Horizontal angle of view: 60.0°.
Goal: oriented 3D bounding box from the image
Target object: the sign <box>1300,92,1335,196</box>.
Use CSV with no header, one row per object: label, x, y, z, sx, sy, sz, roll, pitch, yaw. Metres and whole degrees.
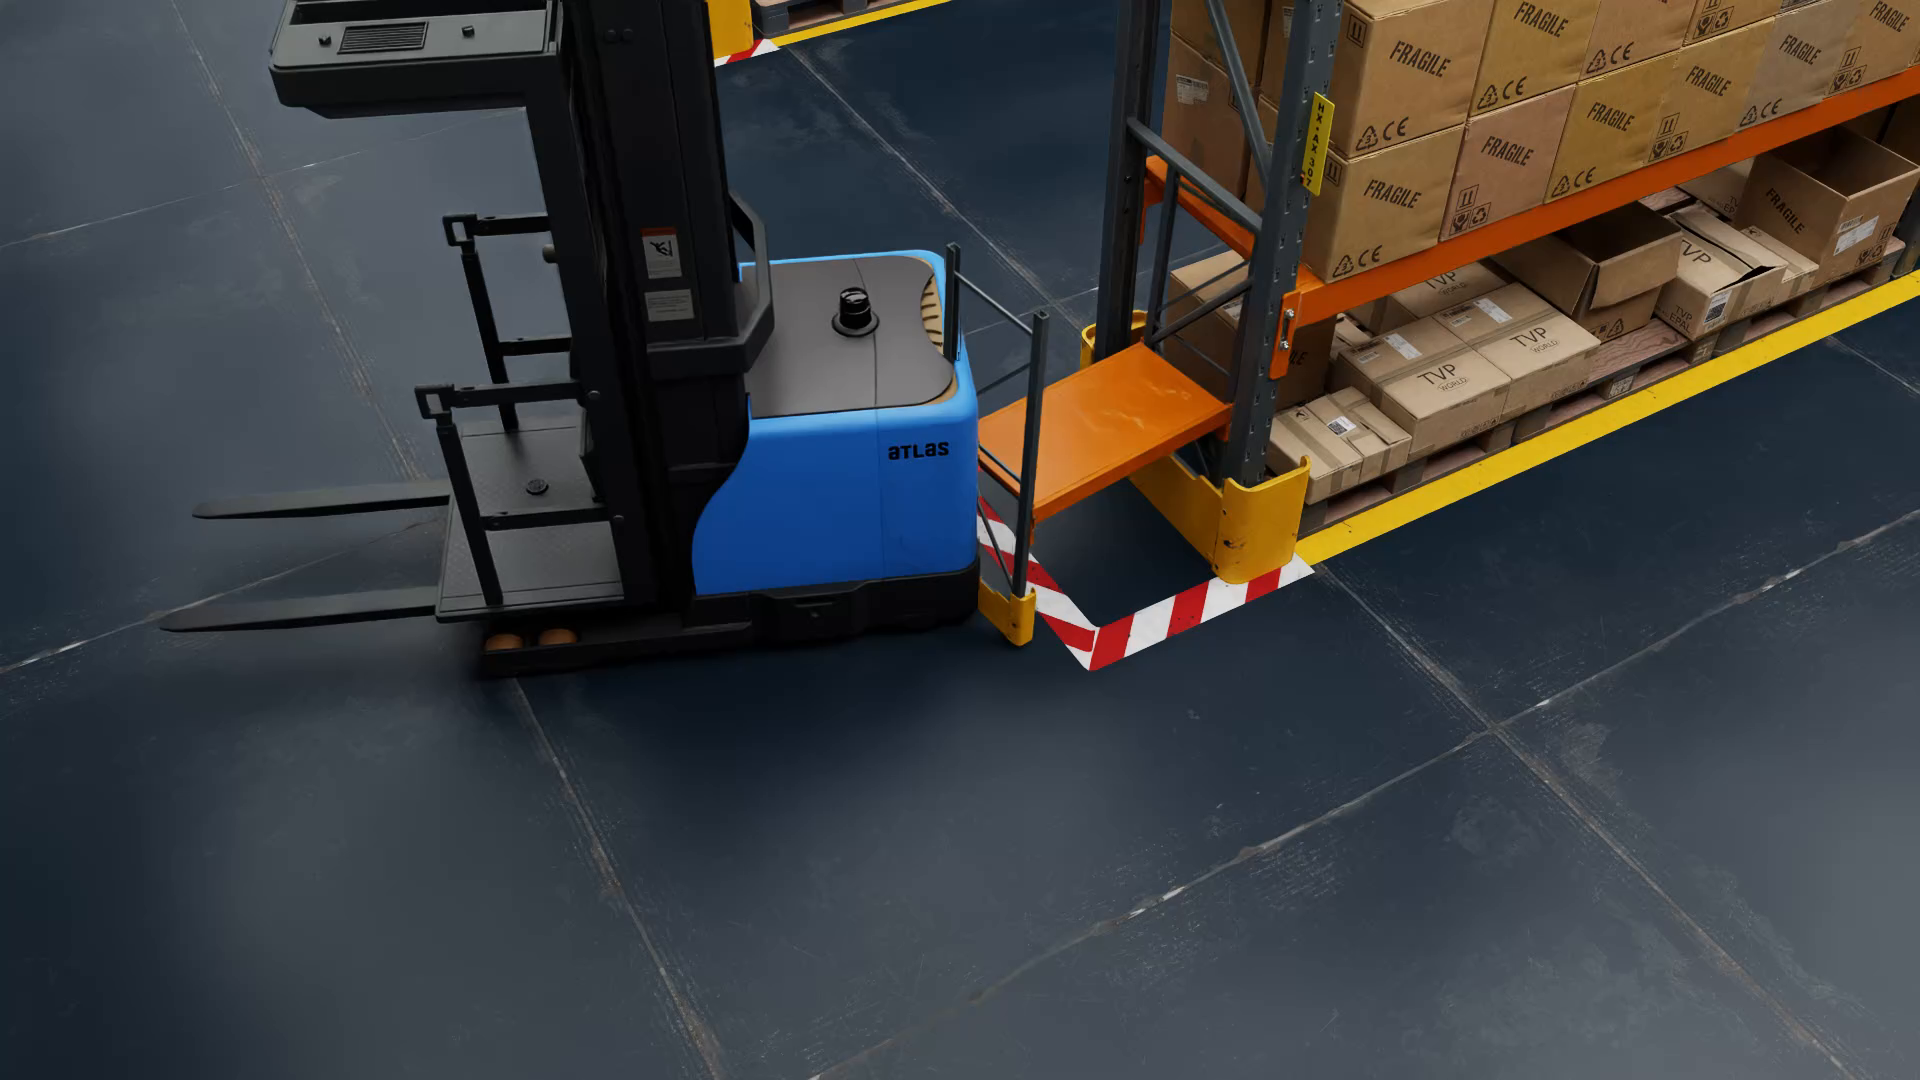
sign,1.127,-1.252,5.265,0.005,0.325,0.100,-22,48,-21

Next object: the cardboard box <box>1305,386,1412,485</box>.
cardboard box,1.608,-0.435,6.763,0.250,0.166,0.380,-22,48,-21

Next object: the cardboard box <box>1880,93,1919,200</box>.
cardboard box,4.866,-1.938,8.073,0.500,0.500,0.500,-24,49,-23

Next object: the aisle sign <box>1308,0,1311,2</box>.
aisle sign,0.944,-2.001,4.791,0.004,0.787,0.394,-22,48,-21

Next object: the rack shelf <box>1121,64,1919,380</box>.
rack shelf,2.591,-1.705,6.869,4.000,0.370,1.077,-22,48,-21

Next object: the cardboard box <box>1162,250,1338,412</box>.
cardboard box,1.206,-0.867,6.969,0.500,0.500,0.500,-22,48,-21

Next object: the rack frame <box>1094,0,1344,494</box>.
rack frame,0.857,-1.269,5.904,0.127,3.000,1.000,-22,48,-21

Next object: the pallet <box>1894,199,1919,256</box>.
pallet,5.012,-1.961,8.619,1.213,0.211,1.003,-22,48,-21

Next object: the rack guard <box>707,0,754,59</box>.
rack guard,-1.622,-3.348,9.841,0.348,0.500,1.175,-22,48,-21

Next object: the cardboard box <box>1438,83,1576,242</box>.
cardboard box,1.818,-1.482,6.051,0.500,0.500,0.500,-22,48,-21

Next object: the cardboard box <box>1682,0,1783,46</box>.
cardboard box,2.699,-2.192,6.065,0.500,0.500,0.500,-22,48,-21

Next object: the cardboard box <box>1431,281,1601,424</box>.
cardboard box,2.337,-0.805,7.084,0.500,0.250,0.500,-22,48,-21

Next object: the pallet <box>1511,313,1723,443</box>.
pallet,2.670,-0.992,7.621,1.213,0.211,1.003,-22,48,-21

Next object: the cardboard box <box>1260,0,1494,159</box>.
cardboard box,1.373,-1.659,5.515,0.500,0.500,0.500,-20,48,-20

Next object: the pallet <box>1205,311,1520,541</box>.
pallet,1.614,-0.572,7.188,1.213,0.211,1.003,-22,48,-21

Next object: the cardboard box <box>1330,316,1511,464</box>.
cardboard box,1.903,-0.631,6.905,0.500,0.250,0.500,-22,48,-21

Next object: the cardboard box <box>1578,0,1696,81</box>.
cardboard box,2.259,-2.015,5.883,0.500,0.500,0.500,-21,48,-20

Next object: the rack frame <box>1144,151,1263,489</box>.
rack frame,0.896,-0.729,6.398,0.032,1.500,0.500,-28,52,-27

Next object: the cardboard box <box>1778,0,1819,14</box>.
cardboard box,3.136,-2.366,6.244,0.500,0.500,0.500,-21,48,-21

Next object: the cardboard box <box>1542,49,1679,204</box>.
cardboard box,2.254,-1.654,6.229,0.500,0.500,0.500,-22,48,-21

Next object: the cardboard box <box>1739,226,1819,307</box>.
cardboard box,3.677,-1.256,7.622,0.250,0.149,0.380,-22,48,-21

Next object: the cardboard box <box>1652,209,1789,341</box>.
cardboard box,3.322,-1.221,7.469,0.500,0.311,0.500,-22,48,-21

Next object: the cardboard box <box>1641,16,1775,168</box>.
cardboard box,2.689,-1.827,6.407,0.500,0.500,0.500,-21,48,-20

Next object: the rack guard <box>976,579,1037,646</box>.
rack guard,0.075,0.135,6.370,0.087,0.250,0.587,-28,52,-27

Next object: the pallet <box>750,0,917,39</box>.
pallet,-0.873,-3.524,10.229,1.213,0.211,1.003,-22,48,-21

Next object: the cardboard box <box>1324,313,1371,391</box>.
cardboard box,1.602,-0.834,7.174,0.250,0.166,0.380,-22,48,-21

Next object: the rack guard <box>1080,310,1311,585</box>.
rack guard,0.923,-0.398,6.802,0.348,0.500,1.175,-22,48,-21

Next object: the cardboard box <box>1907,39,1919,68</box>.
cardboard box,4.020,-2.364,6.961,0.500,0.500,0.500,-21,48,-20

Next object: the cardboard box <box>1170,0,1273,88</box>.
cardboard box,1.106,-1.984,5.851,0.500,0.500,0.500,-22,48,-21

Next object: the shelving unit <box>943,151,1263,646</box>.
shelving unit,0.489,-0.516,6.161,1.083,1.500,0.587,-28,52,-27

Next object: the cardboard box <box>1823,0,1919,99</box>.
cardboard box,3.573,-2.185,6.776,0.500,0.500,0.500,-21,48,-20

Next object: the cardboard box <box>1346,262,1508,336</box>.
cardboard box,2.044,-1.089,7.377,0.500,0.250,0.500,-22,48,-21

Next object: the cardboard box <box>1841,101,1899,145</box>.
cardboard box,4.610,-2.262,8.406,0.500,0.500,0.500,-22,48,-21

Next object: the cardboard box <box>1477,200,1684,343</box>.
cardboard box,2.699,-1.264,7.375,0.637,0.503,0.797,-22,48,-21

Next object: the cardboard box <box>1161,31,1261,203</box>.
cardboard box,1.110,-1.625,6.199,0.500,0.500,0.500,-20,48,-20

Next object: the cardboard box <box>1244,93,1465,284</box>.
cardboard box,1.373,-1.300,5.864,0.500,0.500,0.500,-21,48,-20

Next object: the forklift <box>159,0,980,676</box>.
forklift,-1.481,-0.936,5.610,3.031,2.935,1.130,-5,44,-5

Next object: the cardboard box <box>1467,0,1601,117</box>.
cardboard box,1.823,-1.844,5.707,0.500,0.500,0.500,-21,48,-21

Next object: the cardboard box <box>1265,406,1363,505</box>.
cardboard box,1.391,-0.342,6.679,0.250,0.149,0.380,-22,48,-21

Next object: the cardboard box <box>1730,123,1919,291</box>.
cardboard box,3.973,-1.549,7.671,0.500,0.500,0.500,-22,48,-21

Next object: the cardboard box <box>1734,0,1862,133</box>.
cardboard box,3.129,-2.005,6.590,0.500,0.500,0.500,-21,48,-20

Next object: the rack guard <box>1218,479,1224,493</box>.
rack guard,0.860,-0.275,6.826,0.087,0.250,0.587,-28,52,-27

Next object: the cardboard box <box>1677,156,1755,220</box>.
cardboard box,3.854,-1.835,8.102,0.500,0.311,0.500,-22,48,-21

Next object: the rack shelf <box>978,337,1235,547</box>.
rack shelf,0.490,-0.392,6.291,1.000,0.185,0.538,-28,52,-27

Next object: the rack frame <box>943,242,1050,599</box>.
rack frame,0.095,-0.311,5.932,0.032,1.500,0.500,-28,52,-27

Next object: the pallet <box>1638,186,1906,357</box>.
pallet,3.729,-1.418,8.060,1.213,0.211,1.003,-22,48,-21

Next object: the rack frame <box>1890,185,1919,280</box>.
rack frame,4.325,-2.657,7.334,0.127,3.000,1.000,-22,48,-21
